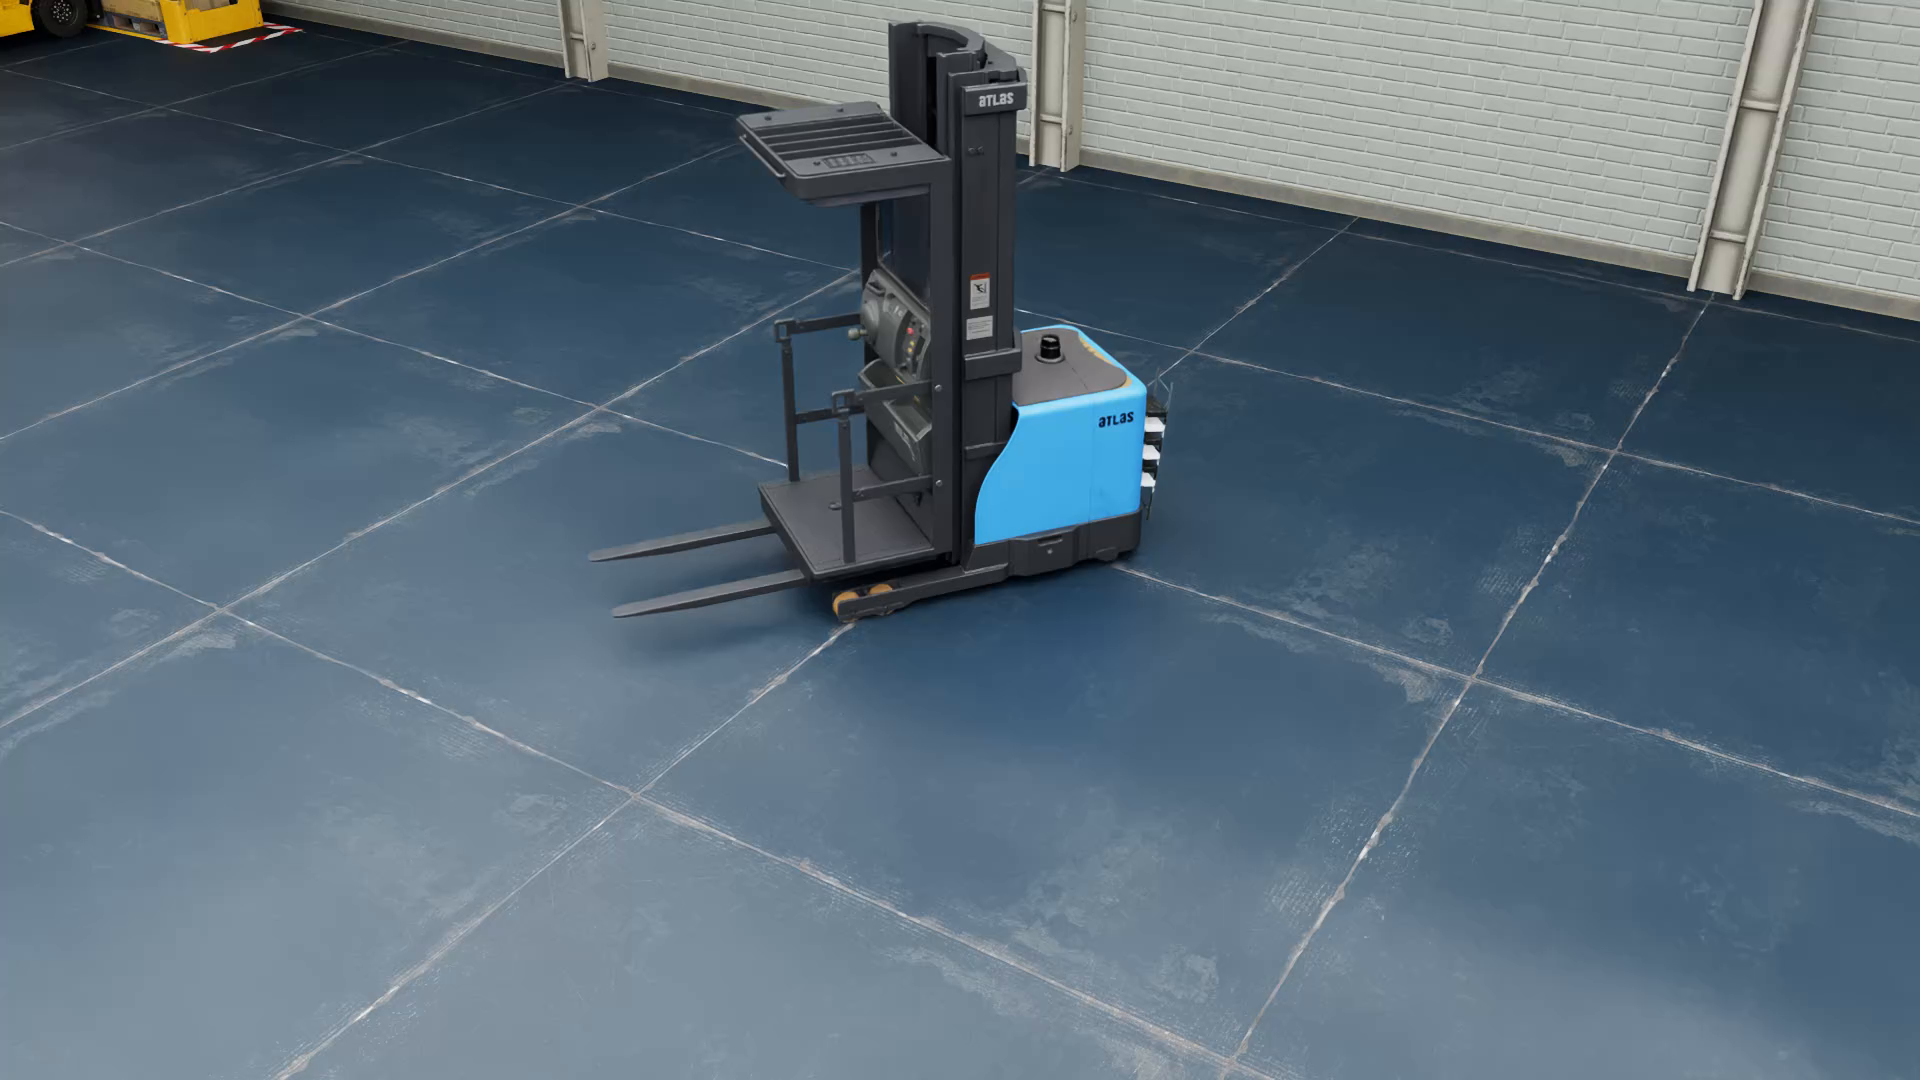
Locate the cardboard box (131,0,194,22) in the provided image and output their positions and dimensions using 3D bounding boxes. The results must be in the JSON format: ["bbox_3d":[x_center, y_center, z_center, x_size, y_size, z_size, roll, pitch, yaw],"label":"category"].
[{"bbox_3d":[-9.713,-6.518,20.257,0.500,0.250,0.500,18,35,28],"label":"cardboard box"}]

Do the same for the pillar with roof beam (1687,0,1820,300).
[{"bbox_3d":[3.700,-4.036,7.738,0.400,9.000,9.100,18,35,27],"label":"pillar with roof beam"}]

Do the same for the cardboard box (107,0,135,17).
[{"bbox_3d":[-10.129,-6.655,20.492,0.500,0.250,0.500,18,35,27],"label":"cardboard box"}]

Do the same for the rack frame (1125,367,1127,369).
[{"bbox_3d":[0.947,-0.556,9.771,0.006,0.900,0.240,-2,30,-15],"label":"rack frame"}]

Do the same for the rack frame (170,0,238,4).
[{"bbox_3d":[-9.147,-7.533,19.686,0.127,3.000,1.000,18,35,27],"label":"rack frame"}]

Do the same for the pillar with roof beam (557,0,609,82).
[{"bbox_3d":[-6.464,-7.251,13.248,0.400,9.000,9.100,18,35,27],"label":"pillar with roof beam"}]

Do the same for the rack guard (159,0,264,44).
[{"bbox_3d":[-9.126,-6.447,20.304,0.348,0.500,1.175,18,35,27],"label":"rack guard"}]

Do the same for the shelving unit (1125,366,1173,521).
[{"bbox_3d":[1.045,-0.559,9.798,0.210,0.900,0.258,-2,30,-15],"label":"shelving unit"}]

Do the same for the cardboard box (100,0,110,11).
[{"bbox_3d":[-10.548,-6.793,20.729,0.500,0.250,0.500,18,35,28],"label":"cardboard box"}]

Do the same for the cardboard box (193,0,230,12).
[{"bbox_3d":[-9.459,-6.742,20.641,0.500,0.250,0.500,18,35,28],"label":"cardboard box"}]

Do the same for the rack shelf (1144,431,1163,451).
[{"bbox_3d":[1.050,-0.609,9.771,0.200,0.077,0.258,-2,30,-15],"label":"rack shelf"}]

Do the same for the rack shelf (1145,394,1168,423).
[{"bbox_3d":[1.069,-0.766,9.685,0.200,0.077,0.258,-2,30,-15],"label":"rack shelf"}]

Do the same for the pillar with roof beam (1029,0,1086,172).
[{"bbox_3d":[-1.382,-5.643,10.493,0.400,9.000,9.100,18,35,27],"label":"pillar with roof beam"}]

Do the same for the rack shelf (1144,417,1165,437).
[{"bbox_3d":[1.060,-0.687,9.728,0.200,0.077,0.258,-2,30,-15],"label":"rack shelf"}]

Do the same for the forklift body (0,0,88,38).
[{"bbox_3d":[-11.723,-6.896,19.435,1.214,2.155,2.313,18,35,27],"label":"forklift body"}]

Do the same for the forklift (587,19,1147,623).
[{"bbox_3d":[-0.530,-1.121,8.763,3.031,2.935,1.130,-12,32,-19],"label":"forklift"}]

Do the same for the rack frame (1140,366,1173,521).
[{"bbox_3d":[1.143,-0.563,9.825,0.006,0.900,0.240,-2,30,-15],"label":"rack frame"}]

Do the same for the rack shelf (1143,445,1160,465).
[{"bbox_3d":[1.041,-0.530,9.814,0.200,0.077,0.258,-2,30,-15],"label":"rack shelf"}]

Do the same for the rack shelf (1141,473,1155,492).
[{"bbox_3d":[1.023,-0.373,9.900,0.200,0.077,0.258,-2,30,-15],"label":"rack shelf"}]

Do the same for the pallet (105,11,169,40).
[{"bbox_3d":[-9.817,-6.515,20.709,1.213,0.211,1.003,18,35,27],"label":"pallet"}]

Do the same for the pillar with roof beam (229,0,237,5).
[{"bbox_3d":[-11.546,-8.858,16.003,0.400,9.000,9.100,18,35,27],"label":"pillar with roof beam"}]

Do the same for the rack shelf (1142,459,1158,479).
[{"bbox_3d":[1.032,-0.452,9.857,0.200,0.077,0.258,-2,30,-15],"label":"rack shelf"}]

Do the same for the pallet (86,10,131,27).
[{"bbox_3d":[-10.846,-6.843,21.270,1.213,0.211,1.003,18,35,27],"label":"pallet"}]
